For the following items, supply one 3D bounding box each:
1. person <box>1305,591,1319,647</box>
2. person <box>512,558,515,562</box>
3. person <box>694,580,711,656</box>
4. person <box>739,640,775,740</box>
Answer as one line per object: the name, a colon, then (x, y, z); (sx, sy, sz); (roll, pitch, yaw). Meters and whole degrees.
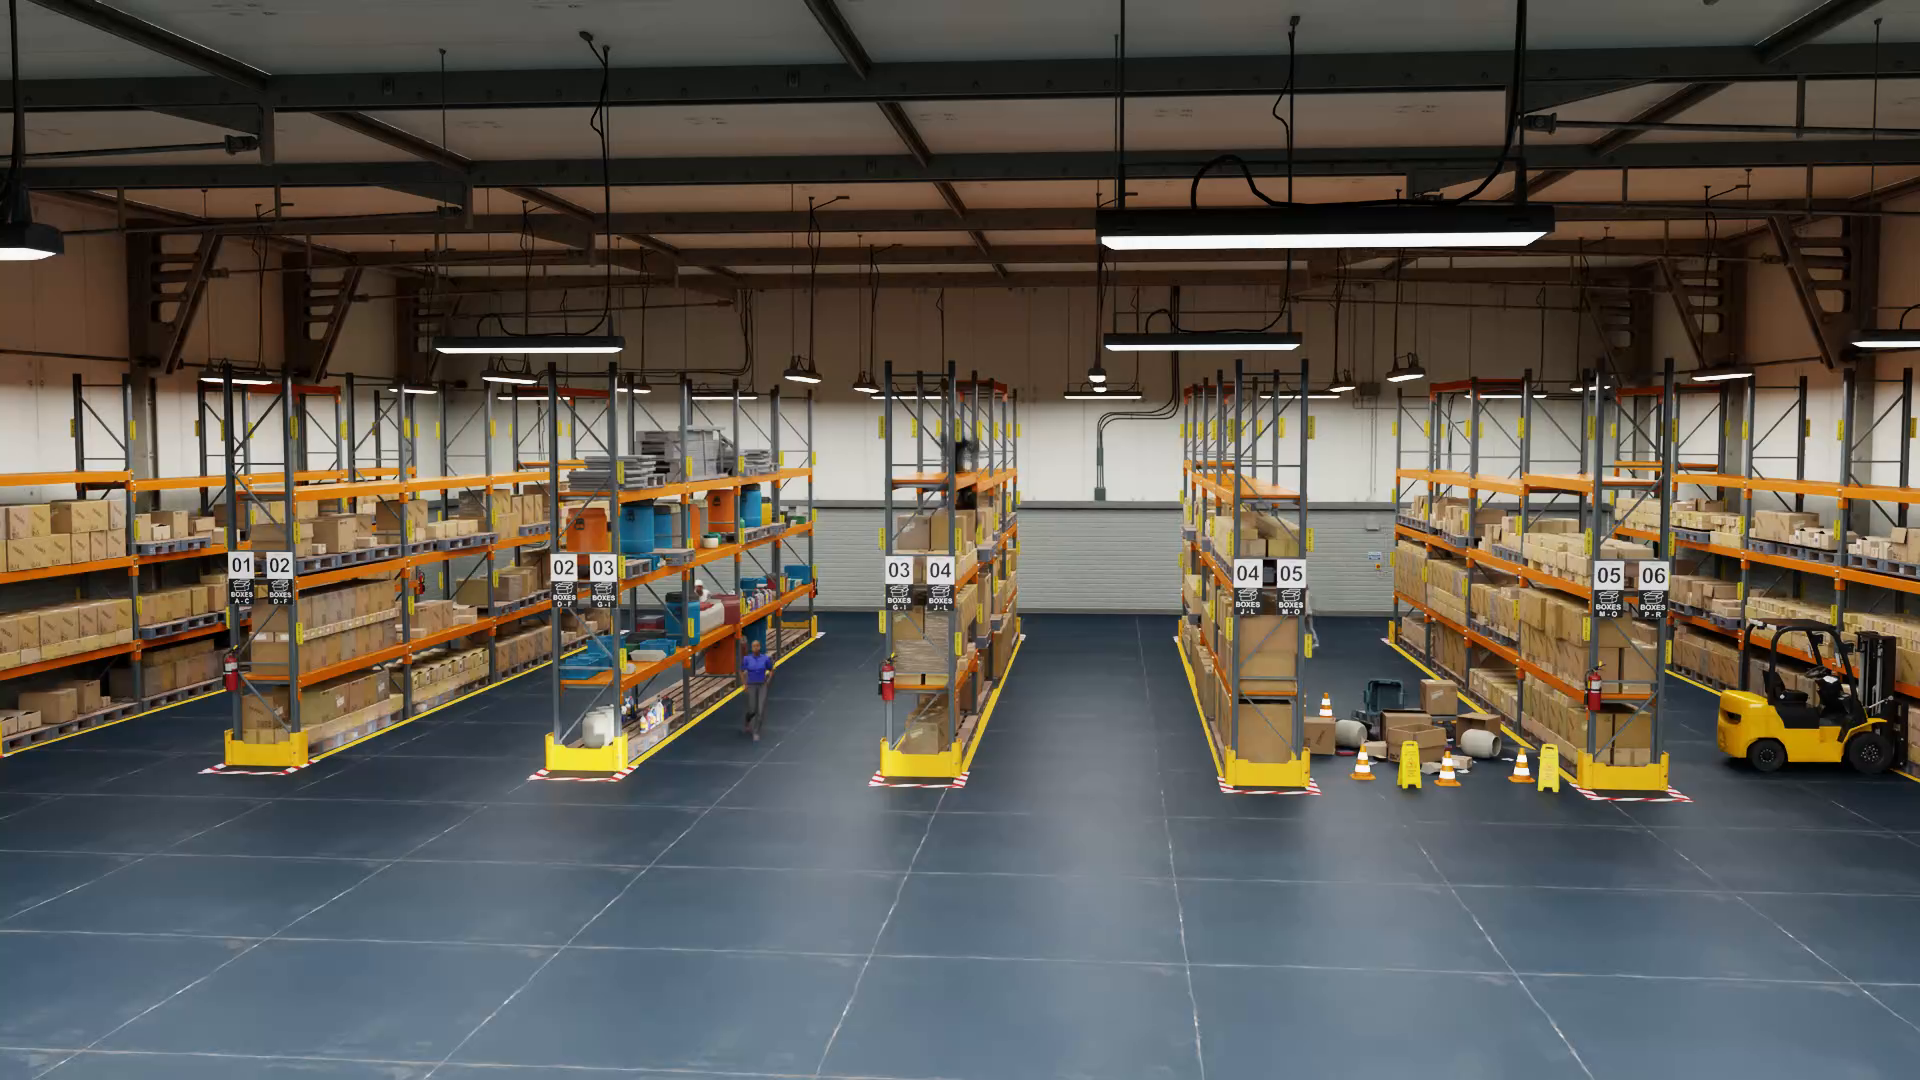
person: (7.933, 1.709, 38.242); (0.462, 1.541, 0.873); (-2, 4, -31)
person: (-11.540, 1.326, 42.921); (0.850, 1.736, 0.773); (3, 5, 34)
person: (-5.813, 1.719, 37.017); (0.683, 1.707, 0.699); (-1, 4, -8)
person: (-3.295, 2.427, 27.016); (0.575, 1.626, 0.585); (-1, 4, -10)
